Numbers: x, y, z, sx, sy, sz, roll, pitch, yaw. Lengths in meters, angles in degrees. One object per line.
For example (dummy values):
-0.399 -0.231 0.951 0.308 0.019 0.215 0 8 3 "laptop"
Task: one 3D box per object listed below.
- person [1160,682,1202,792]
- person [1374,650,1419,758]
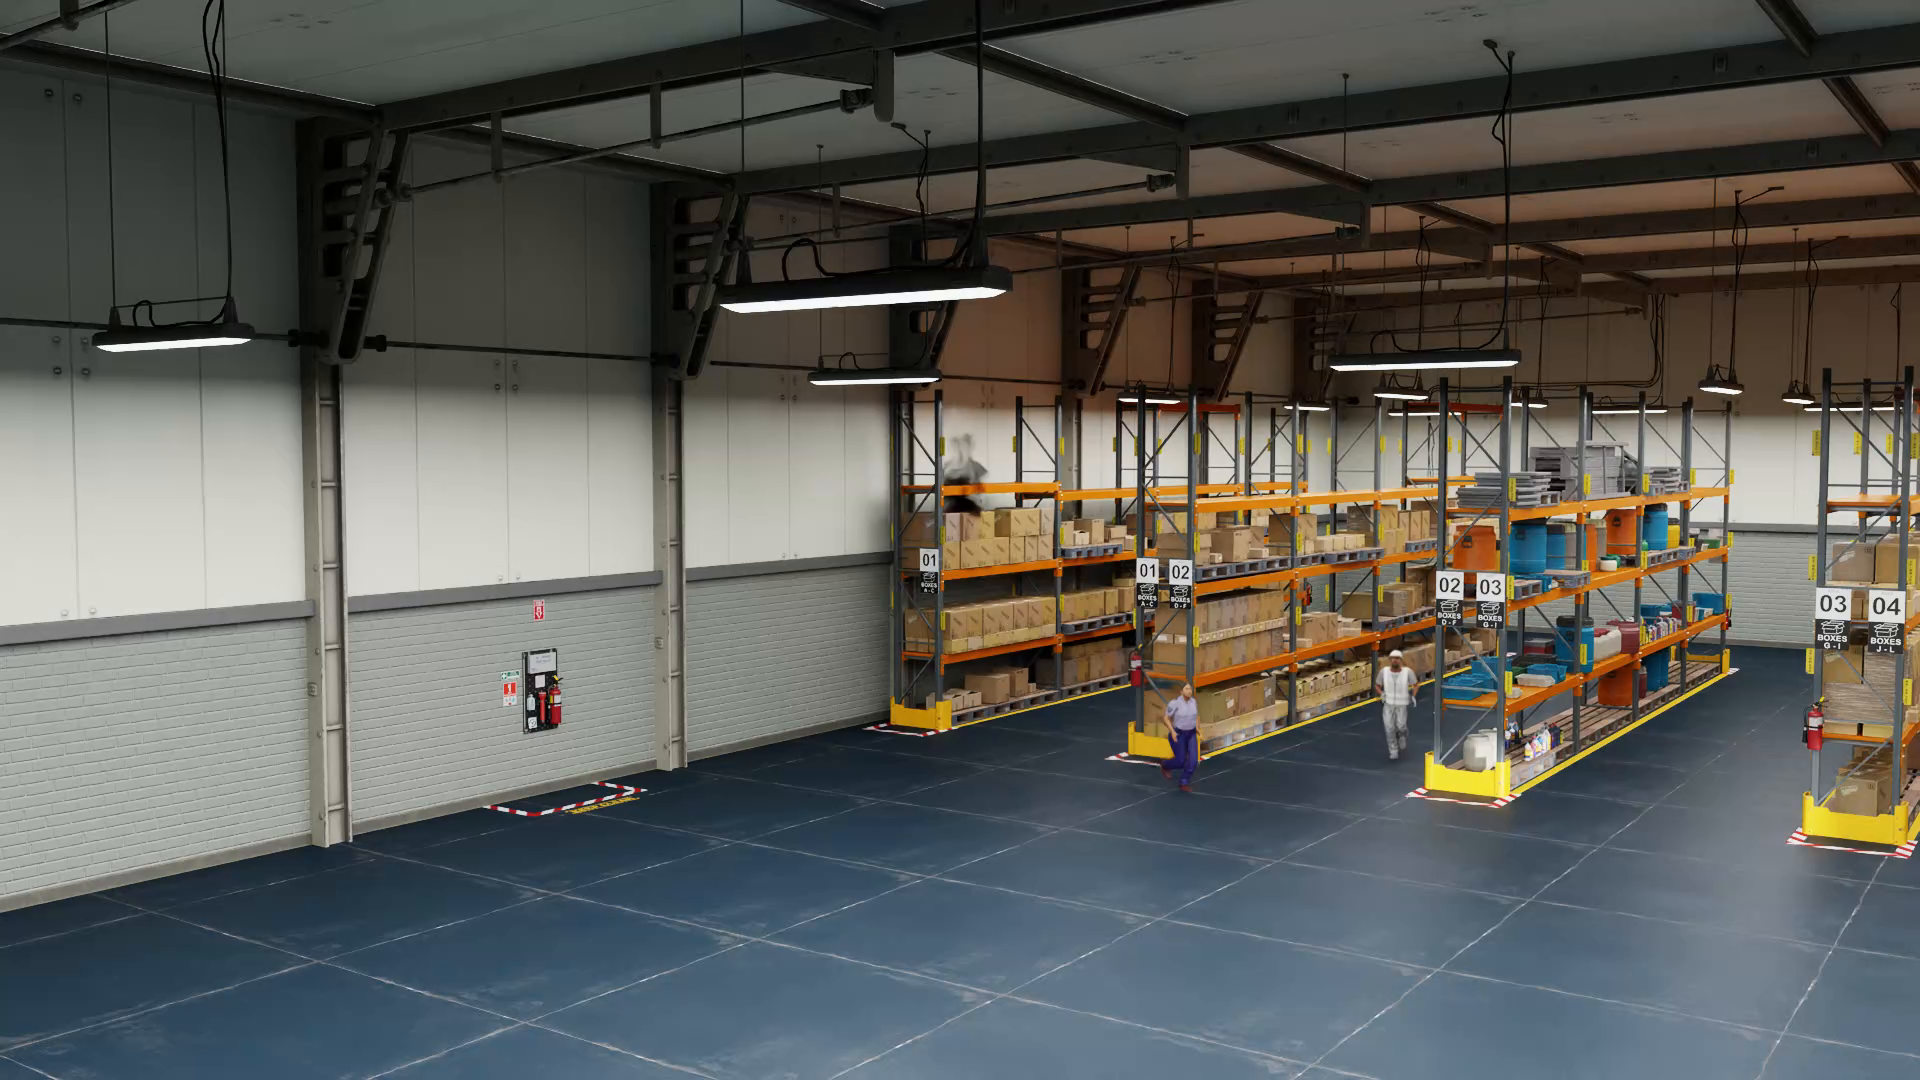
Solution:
3.225 2.852 24.245 0.593 1.603 0.586 -2 4 -26 "person"
6.996 2.636 26.712 0.685 1.736 0.599 1 3 21 "person"
